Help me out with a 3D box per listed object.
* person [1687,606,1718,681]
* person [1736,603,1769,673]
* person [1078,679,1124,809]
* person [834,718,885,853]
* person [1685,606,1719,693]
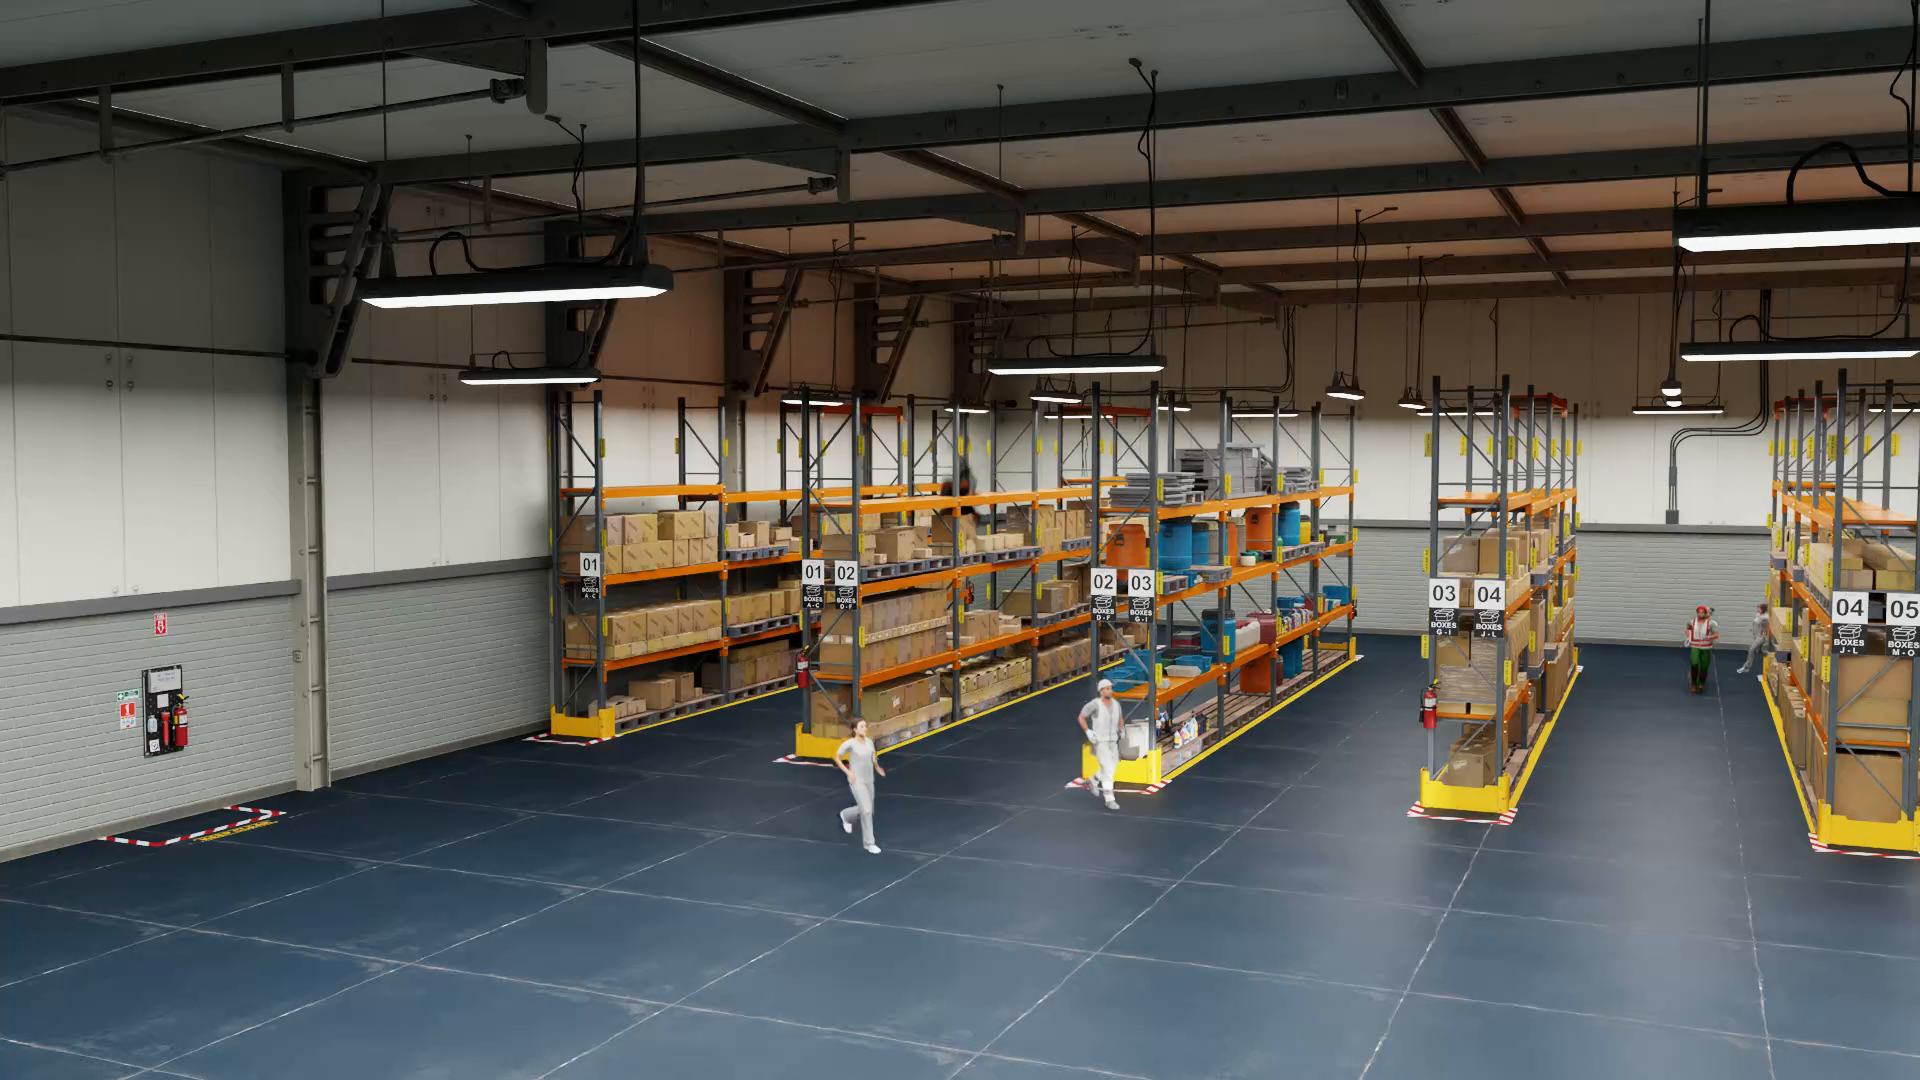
[{"bbox_3d":[15.776,2.215,35.321,0.603,1.629,0.609,2,4,27],"label":"person"},{"bbox_3d":[17.704,2.171,36.802,0.874,1.571,0.605,0,3,2],"label":"person"},{"bbox_3d":[2.006,2.825,23.301,0.689,1.765,0.827,-2,4,-33],"label":"person"},{"bbox_3d":[-1.276,3.039,20.808,0.566,1.660,0.818,-3,4,-42],"label":"person"},{"bbox_3d":[15.152,2.235,33.985,0.637,1.796,0.721,2,4,28],"label":"person"}]
